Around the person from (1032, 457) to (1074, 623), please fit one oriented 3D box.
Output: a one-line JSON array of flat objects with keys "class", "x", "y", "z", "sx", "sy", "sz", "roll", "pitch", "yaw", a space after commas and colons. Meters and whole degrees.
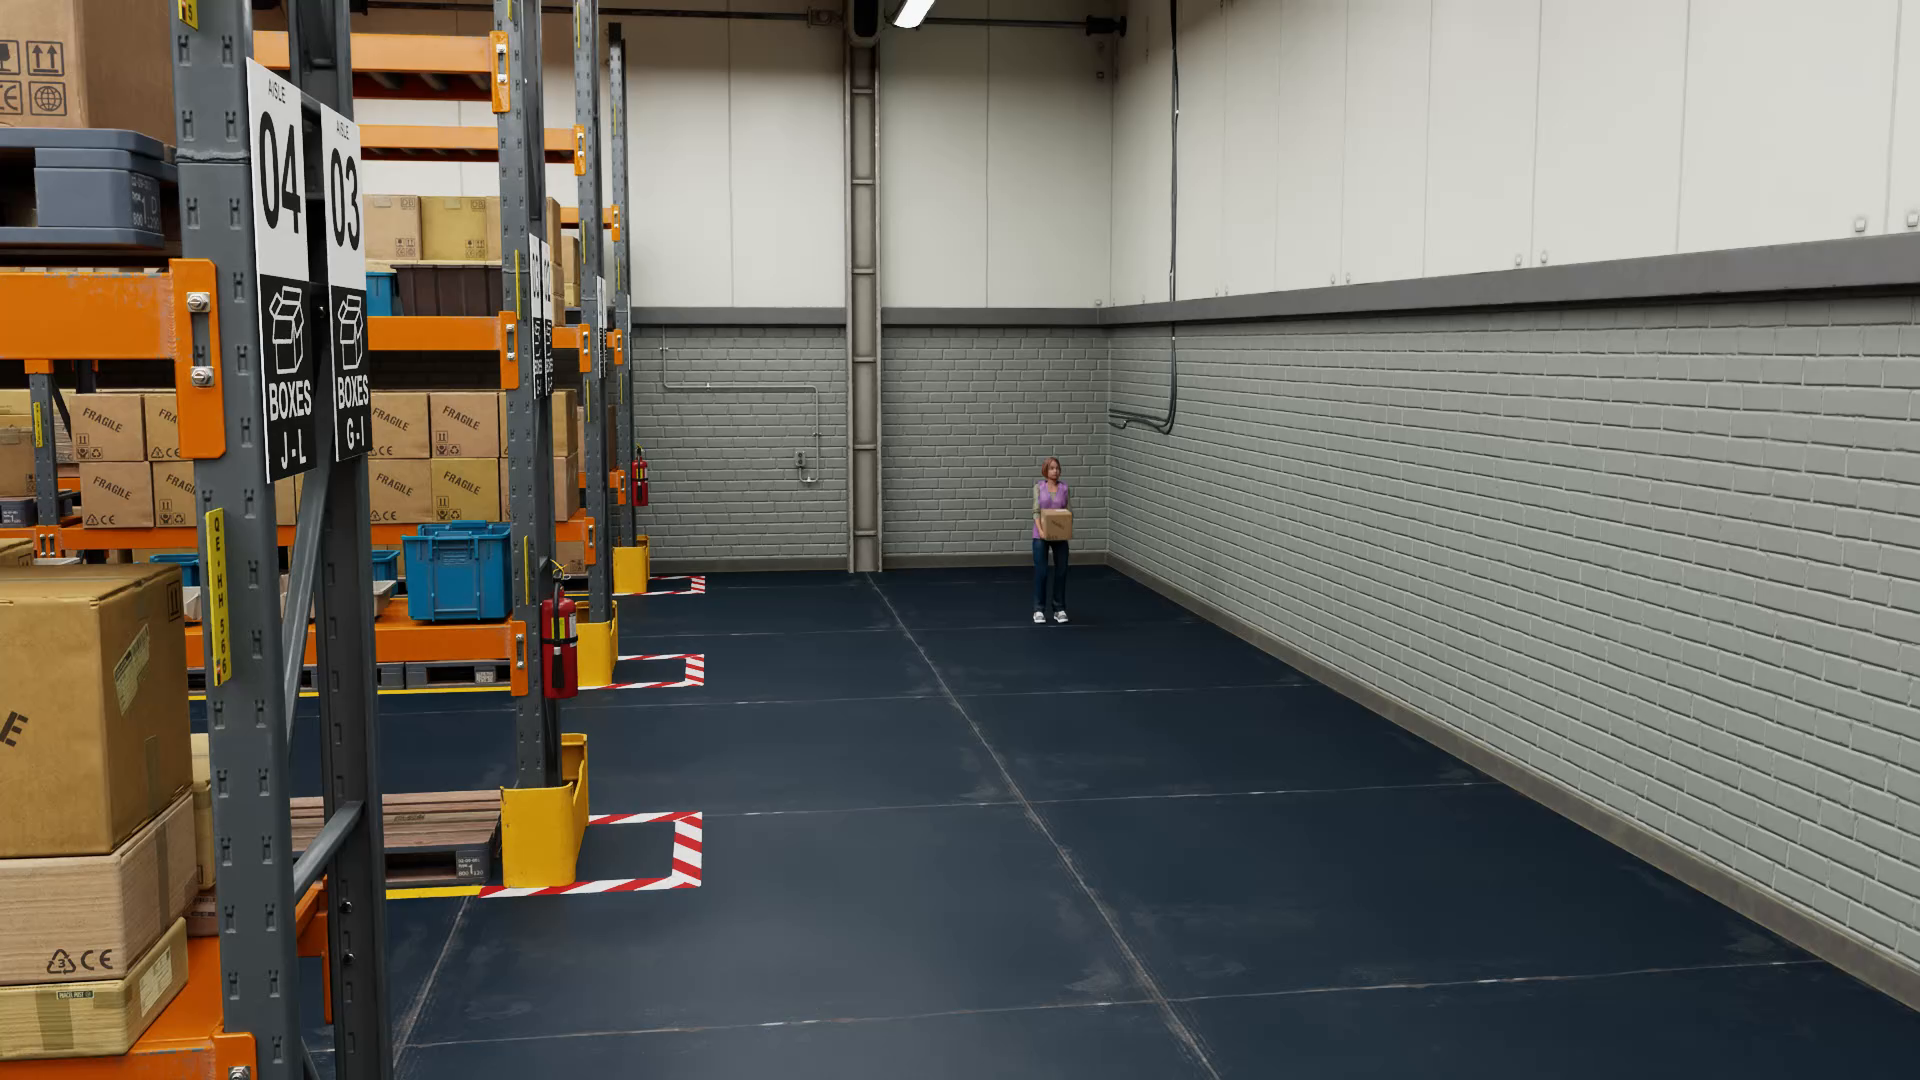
[{"class": "person", "x": 0.893, "y": 0.007, "z": 15.987, "sx": 0.406, "sy": 1.588, "sz": 0.492, "roll": -1, "pitch": 7, "yaw": -8}]
